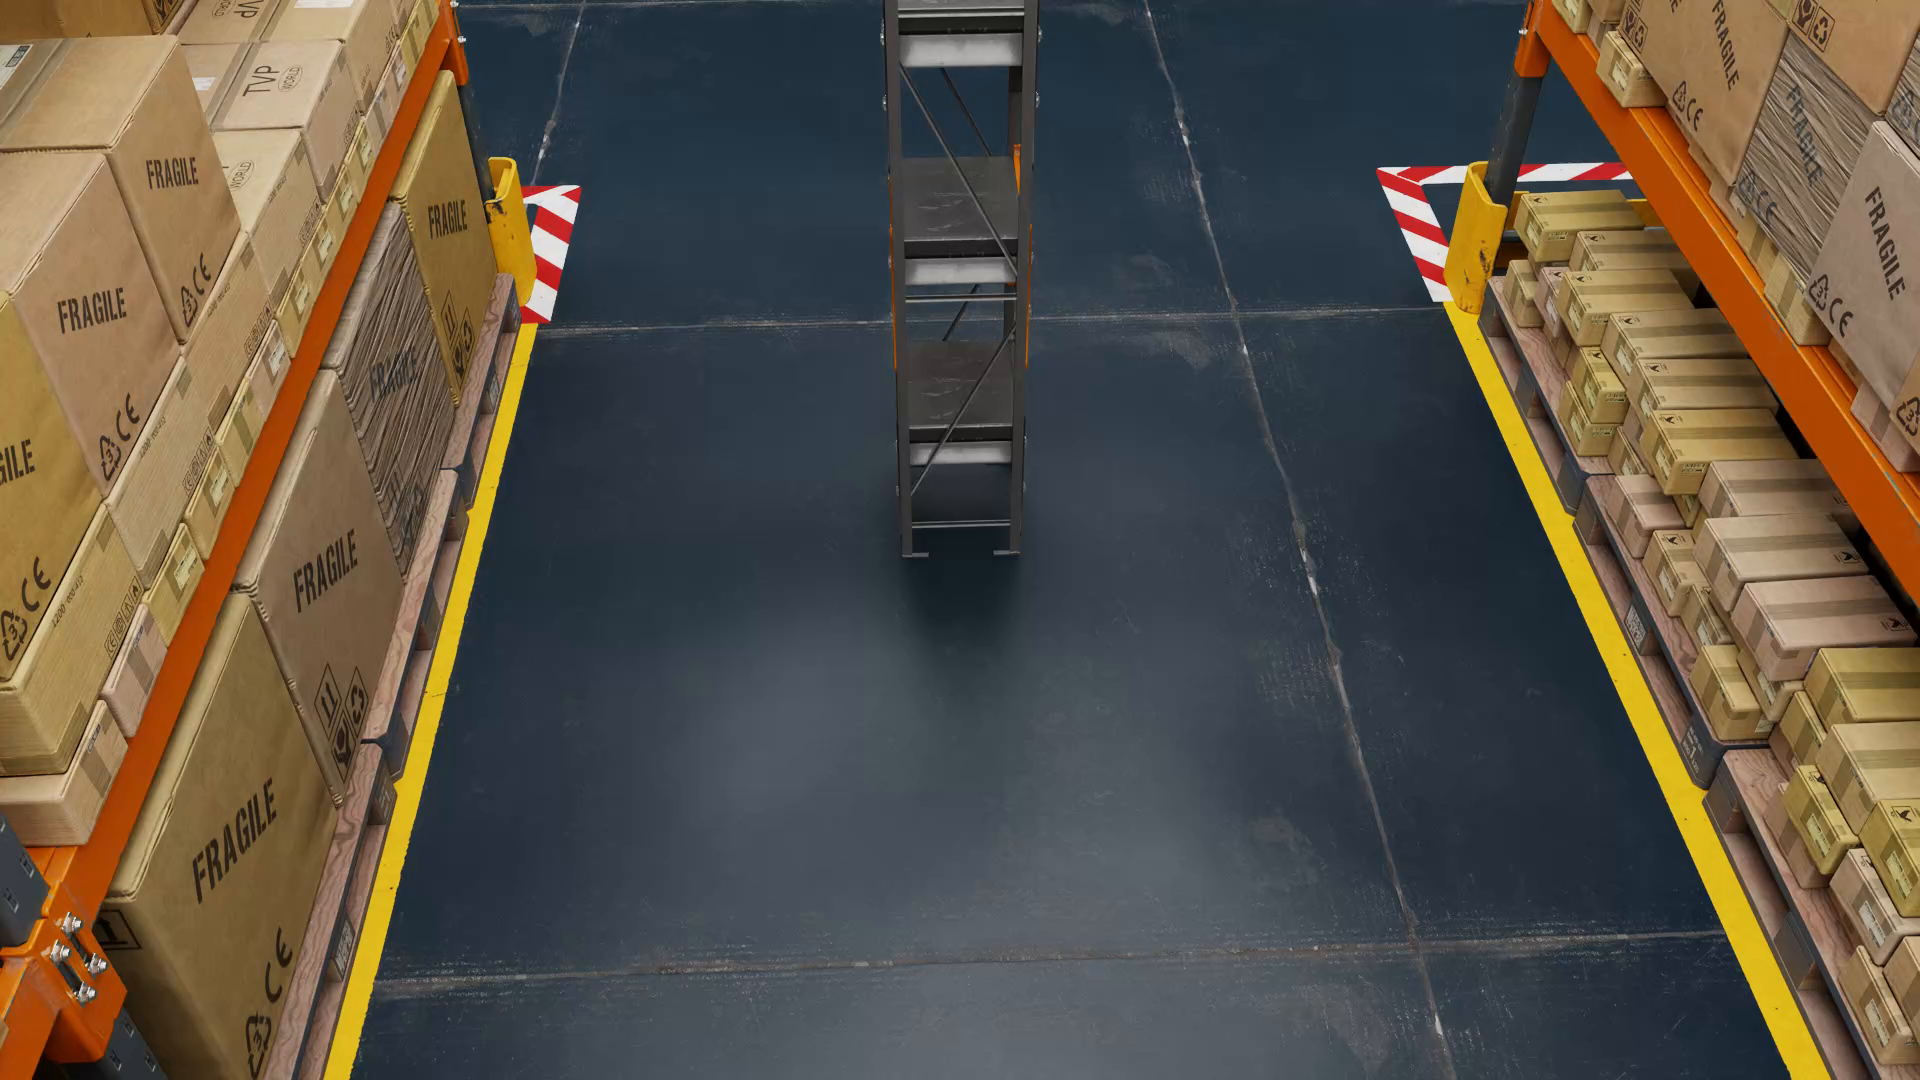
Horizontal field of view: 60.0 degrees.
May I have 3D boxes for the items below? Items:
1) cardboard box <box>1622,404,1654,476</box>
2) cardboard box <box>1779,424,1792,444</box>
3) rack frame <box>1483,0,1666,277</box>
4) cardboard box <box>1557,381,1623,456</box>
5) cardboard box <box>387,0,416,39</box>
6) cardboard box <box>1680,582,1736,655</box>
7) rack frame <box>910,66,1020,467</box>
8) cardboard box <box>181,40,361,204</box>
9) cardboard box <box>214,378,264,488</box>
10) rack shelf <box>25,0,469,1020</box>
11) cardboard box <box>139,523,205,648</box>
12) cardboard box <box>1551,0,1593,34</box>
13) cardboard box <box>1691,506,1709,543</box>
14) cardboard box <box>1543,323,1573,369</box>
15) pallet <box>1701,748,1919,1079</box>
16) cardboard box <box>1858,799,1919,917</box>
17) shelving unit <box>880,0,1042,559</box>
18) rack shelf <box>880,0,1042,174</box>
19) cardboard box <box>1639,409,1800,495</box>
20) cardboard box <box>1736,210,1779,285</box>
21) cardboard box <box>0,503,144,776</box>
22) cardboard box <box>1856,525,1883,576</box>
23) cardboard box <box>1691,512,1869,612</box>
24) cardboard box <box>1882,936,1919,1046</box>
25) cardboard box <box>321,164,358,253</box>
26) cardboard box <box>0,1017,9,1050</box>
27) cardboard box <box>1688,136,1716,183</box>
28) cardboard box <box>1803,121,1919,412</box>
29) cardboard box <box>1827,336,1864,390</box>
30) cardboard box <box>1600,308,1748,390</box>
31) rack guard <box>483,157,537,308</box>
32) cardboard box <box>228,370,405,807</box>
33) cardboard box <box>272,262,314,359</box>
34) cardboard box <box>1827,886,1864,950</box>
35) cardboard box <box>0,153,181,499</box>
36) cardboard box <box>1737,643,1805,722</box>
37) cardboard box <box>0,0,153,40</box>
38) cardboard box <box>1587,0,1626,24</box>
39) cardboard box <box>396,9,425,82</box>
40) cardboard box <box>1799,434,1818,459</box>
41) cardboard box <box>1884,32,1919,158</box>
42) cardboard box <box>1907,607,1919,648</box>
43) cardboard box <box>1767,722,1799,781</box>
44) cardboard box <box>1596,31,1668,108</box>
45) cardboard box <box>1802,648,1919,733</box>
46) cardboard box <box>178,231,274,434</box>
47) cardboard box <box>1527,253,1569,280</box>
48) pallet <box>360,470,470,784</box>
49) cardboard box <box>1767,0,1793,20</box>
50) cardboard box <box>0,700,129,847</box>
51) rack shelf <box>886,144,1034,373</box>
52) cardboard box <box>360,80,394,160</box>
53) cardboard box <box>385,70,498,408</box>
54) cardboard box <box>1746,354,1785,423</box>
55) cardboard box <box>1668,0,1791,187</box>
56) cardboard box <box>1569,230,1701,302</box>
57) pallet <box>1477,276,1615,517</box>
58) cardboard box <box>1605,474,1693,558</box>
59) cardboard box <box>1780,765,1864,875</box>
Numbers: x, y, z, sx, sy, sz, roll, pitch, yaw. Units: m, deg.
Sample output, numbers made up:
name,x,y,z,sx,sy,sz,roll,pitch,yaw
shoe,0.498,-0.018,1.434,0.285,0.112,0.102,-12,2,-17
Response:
name,x,y,z,sx,sy,sz,roll,pitch,yaw
cardboard box,2.434,-0.354,5.496,0.380,0.149,0.250,-4,43,-4
cardboard box,2.971,-0.270,5.624,0.380,0.149,0.250,-3,43,-4
rack frame,2.606,-2.204,5.934,1.000,3.000,0.127,-2,43,-2
cardboard box,2.320,-0.427,5.795,0.380,0.149,0.250,-1,43,-1
cardboard box,-2.068,-1.865,5.455,0.500,0.250,0.500,-2,43,-2
cardboard box,2.431,0.261,5.045,0.380,0.149,0.250,-1,43,-1
rack frame,-0.017,-1.051,5.342,0.400,2.100,0.015,-2,43,-2
cardboard box,-2.025,-1.179,4.707,0.500,0.250,0.500,-3,43,-3
cardboard box,-1.911,-0.251,3.990,0.380,0.149,0.250,-2,43,-2
rack shelf,-2.269,-0.514,4.624,1.077,0.370,4.000,-2,43,-2
cardboard box,-1.887,0.099,3.608,0.380,0.149,0.250,0,43,0
cardboard box,2.292,-1.883,5.771,0.380,0.149,0.250,-2,43,-2
cardboard box,2.489,0.010,5.098,0.380,0.149,0.250,0,43,0
cardboard box,2.401,-0.771,6.170,0.380,0.149,0.250,-2,43,-2
pallet,2.712,1.072,4.424,1.003,0.211,1.213,-2,43,-2
cardboard box,2.450,0.769,4.050,0.380,0.149,0.250,-1,43,-1
shelving unit,-0.007,-0.886,5.162,0.431,2.100,0.503,-2,43,-2
rack shelf,-0.007,-1.392,4.699,0.431,0.518,0.480,-2,43,-2
cardboard box,2.364,-0.276,5.190,0.380,0.149,0.250,-1,43,-1
cardboard box,2.409,-0.832,4.623,0.380,0.149,0.250,0,43,0
cardboard box,-1.942,0.192,3.212,0.500,0.250,0.500,-2,43,-3
cardboard box,3.004,-0.011,5.121,0.380,0.149,0.250,-1,43,-1
cardboard box,2.372,0.062,4.821,0.380,0.149,0.250,-3,43,-3
cardboard box,2.445,1.079,3.931,0.380,0.149,0.250,-1,43,-1
cardboard box,-1.953,-0.942,4.743,0.380,0.149,0.250,-1,43,-2
cardboard box,-1.891,0.842,2.538,0.500,0.500,0.500,-2,43,-2
cardboard box,2.437,-1.175,4.997,0.380,0.149,0.250,-2,43,-2
cardboard box,2.432,-0.655,3.950,0.500,0.500,0.500,-2,43,-2
cardboard box,2.473,-0.481,4.240,0.380,0.149,0.250,-2,43,-2
cardboard box,2.397,-0.642,5.589,0.380,0.149,0.250,-4,43,-4
rack guard,-2.355,-1.225,6.716,1.175,0.500,0.348,-2,43,-2
cardboard box,-2.170,0.144,4.635,0.875,0.875,0.875,-2,43,-2
cardboard box,-1.932,-0.598,4.369,0.380,0.149,0.250,-3,43,-3
cardboard box,2.491,0.960,4.282,0.380,0.149,0.250,-1,43,-1
cardboard box,-1.962,-0.424,3.328,0.500,0.500,0.500,-2,43,-2
cardboard box,2.449,0.373,4.702,0.380,0.149,0.250,-1,43,-1
cardboard box,-2.554,-1.442,4.439,0.500,0.500,0.500,-3,43,-3
cardboard box,2.349,-2.039,5.461,0.500,0.500,0.500,0,43,0
cardboard box,-1.997,-1.631,5.495,0.380,0.149,0.250,-1,43,-1
cardboard box,2.888,-0.297,5.213,0.380,0.149,0.250,-3,43,-3
cardboard box,2.451,-1.023,3.612,0.500,0.500,0.500,-1,43,-1
cardboard box,2.937,0.329,4.750,0.380,0.149,0.250,0,43,0
cardboard box,2.526,0.602,4.672,0.380,0.149,0.250,-3,43,-3
cardboard box,2.302,-1.529,5.385,0.380,0.149,0.250,-3,43,-3
cardboard box,2.499,0.424,4.426,0.380,0.149,0.250,0,43,0
cardboard box,-1.986,-0.494,3.960,0.500,0.250,0.500,-1,43,-1
cardboard box,2.372,-1.056,6.261,0.380,0.149,0.250,0,43,0
pallet,-2.193,0.257,5.313,1.003,0.211,1.213,-2,43,-2
cardboard box,2.387,-1.716,4.368,0.500,0.500,0.500,-3,43,-3
cardboard box,-1.864,0.454,3.221,0.380,0.149,0.250,-2,43,-2
rack shelf,-0.007,-0.876,5.172,0.431,0.518,0.480,-2,43,-2
cardboard box,-1.978,-1.292,5.126,0.380,0.149,0.250,-1,43,-1
cardboard box,-2.247,-1.072,5.961,0.875,0.875,0.875,-2,43,-2
cardboard box,2.846,-0.534,5.692,0.380,0.149,0.250,-2,43,-2
cardboard box,2.405,-1.348,4.706,0.500,0.500,0.500,-1,43,-1
cardboard box,2.421,-0.981,5.959,0.380,0.149,0.250,-1,43,-1
pallet,2.608,-0.575,6.221,1.003,0.211,1.213,-2,43,-2
cardboard box,2.350,-0.087,5.424,0.380,0.149,0.250,-4,43,-4
cardboard box,2.392,0.717,4.327,0.380,0.149,0.250,-3,43,-3
